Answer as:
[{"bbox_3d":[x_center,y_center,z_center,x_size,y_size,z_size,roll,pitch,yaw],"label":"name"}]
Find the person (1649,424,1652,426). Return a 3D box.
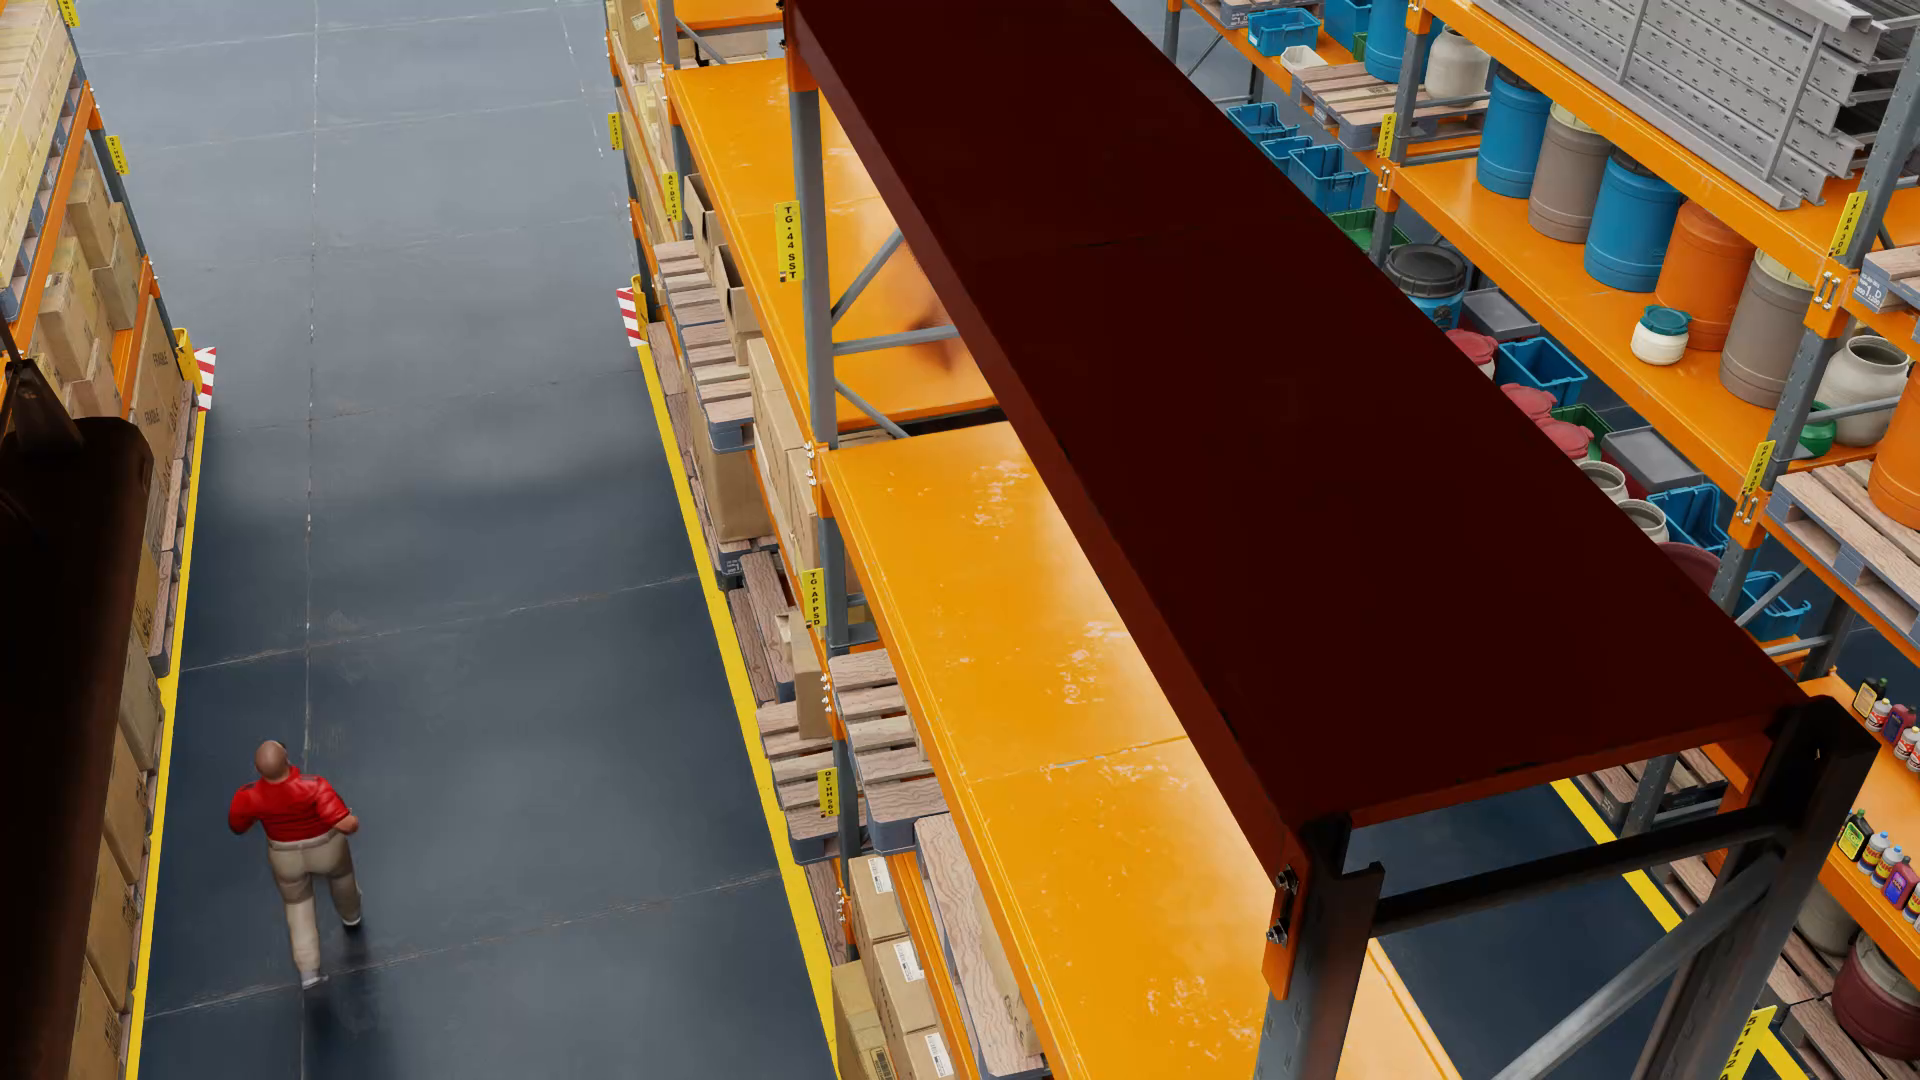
[{"bbox_3d":[5.431,-0.923,12.544,0.643,1.844,0.876,-18,42,-21],"label":"person"}]

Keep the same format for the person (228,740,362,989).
[{"bbox_3d":[-3.631,1.732,9.250,0.673,1.699,0.937,-9,39,-11],"label":"person"}]
